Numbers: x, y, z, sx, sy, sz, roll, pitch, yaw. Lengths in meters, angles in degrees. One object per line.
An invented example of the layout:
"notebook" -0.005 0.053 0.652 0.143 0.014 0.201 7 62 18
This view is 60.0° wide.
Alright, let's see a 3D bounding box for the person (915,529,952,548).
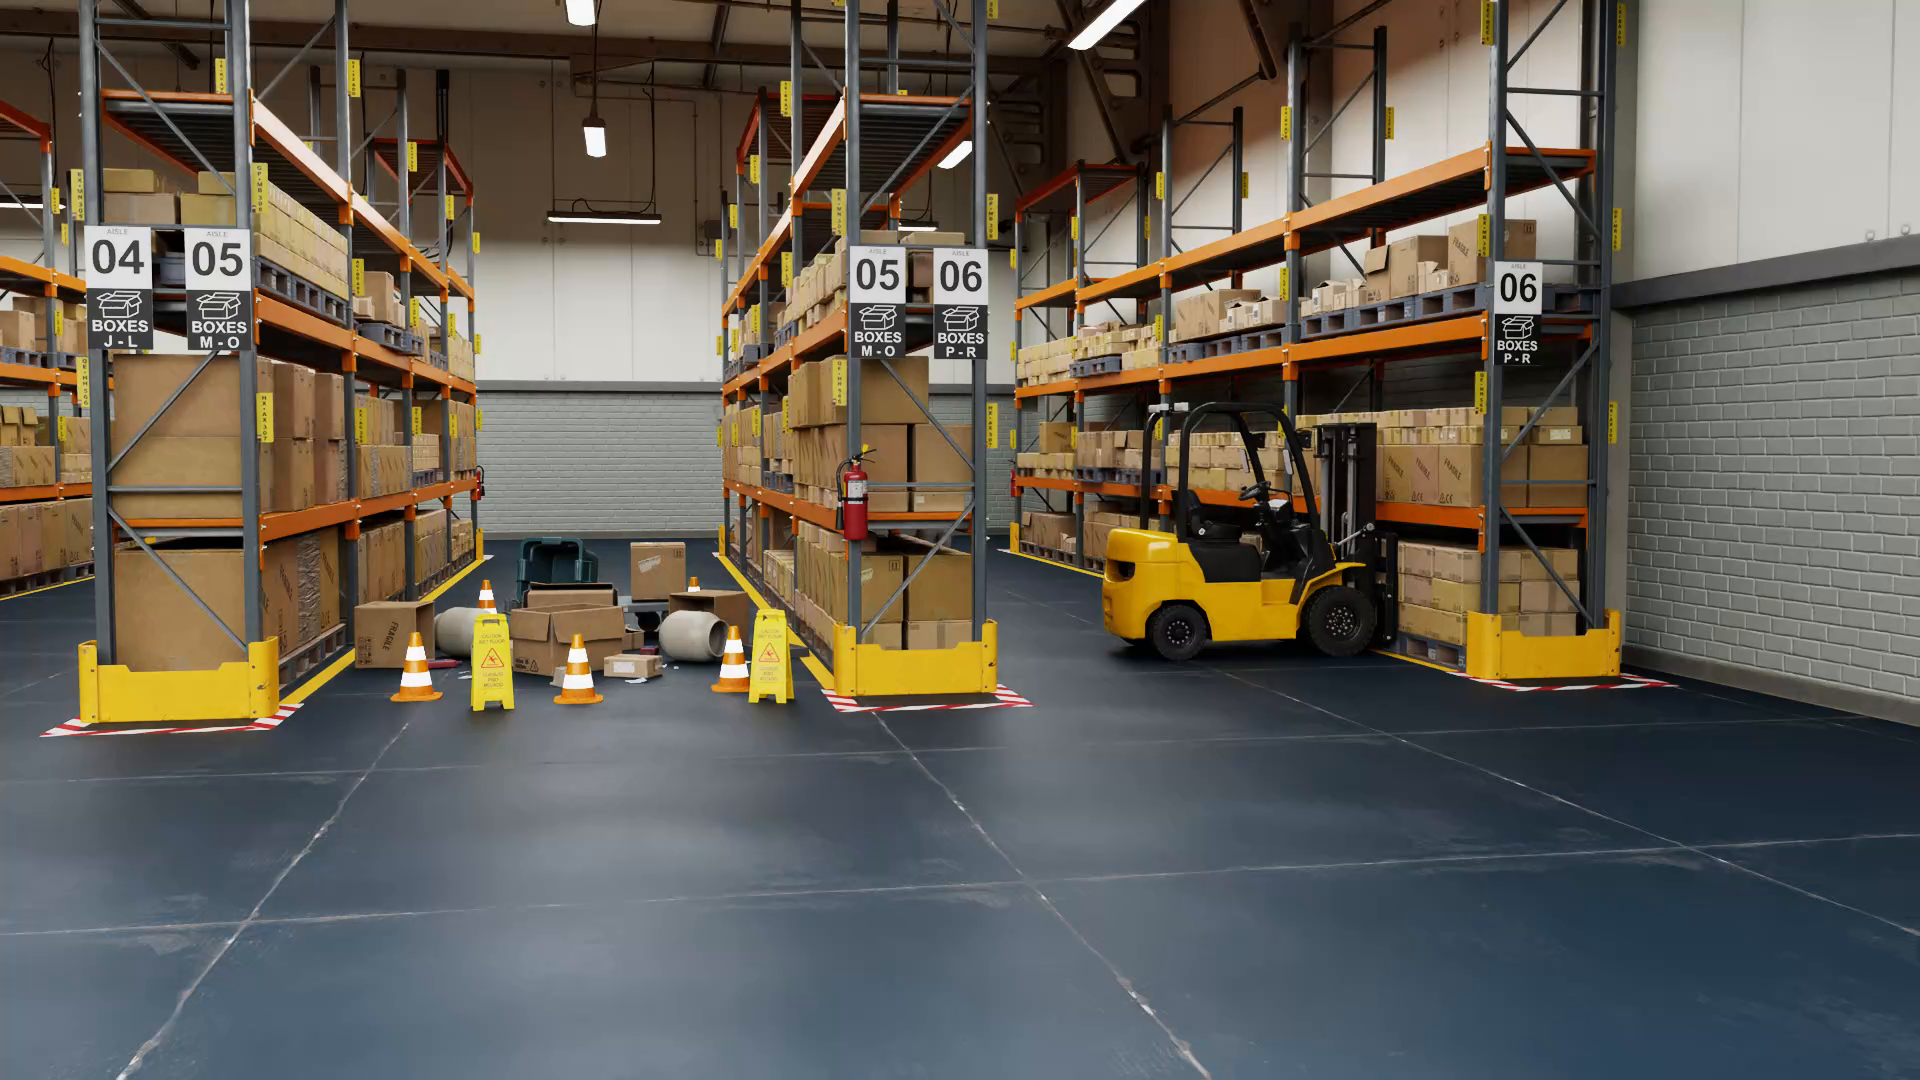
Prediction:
"person" -0.320 -0.109 19.619 0.457 1.624 0.442 -1 3 -10
